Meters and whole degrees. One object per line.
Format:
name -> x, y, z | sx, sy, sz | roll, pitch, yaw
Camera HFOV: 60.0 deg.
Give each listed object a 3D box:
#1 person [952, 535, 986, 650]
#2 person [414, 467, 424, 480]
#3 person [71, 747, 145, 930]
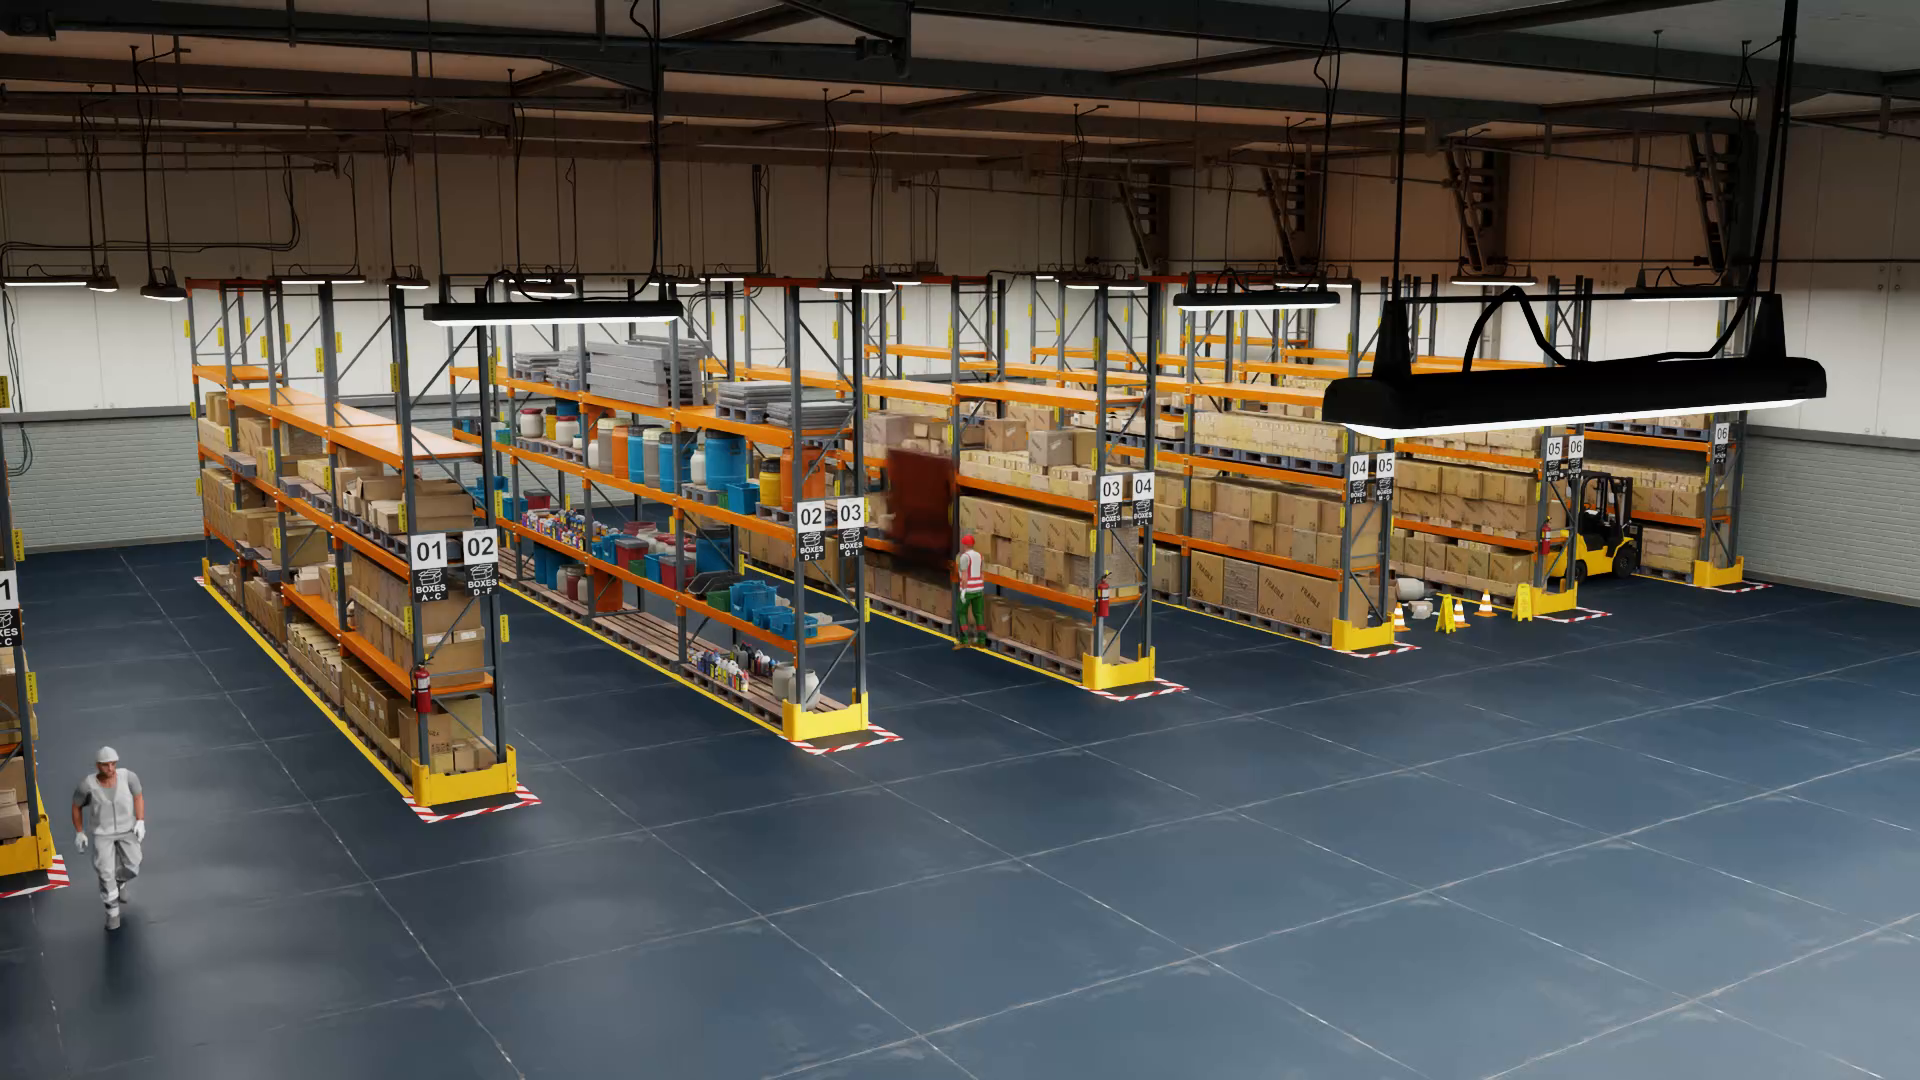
person -> 0.181, 0.842, 26.009 | 0.593, 1.834, 0.566 | -9, 13, -42
person -> -12.250, -0.791, 37.439 | 0.639, 1.710, 0.545 | 2, 10, 10
person -> -8.214, 2.811, 16.050 | 0.620, 1.764, 0.701 | -8, 12, -38
